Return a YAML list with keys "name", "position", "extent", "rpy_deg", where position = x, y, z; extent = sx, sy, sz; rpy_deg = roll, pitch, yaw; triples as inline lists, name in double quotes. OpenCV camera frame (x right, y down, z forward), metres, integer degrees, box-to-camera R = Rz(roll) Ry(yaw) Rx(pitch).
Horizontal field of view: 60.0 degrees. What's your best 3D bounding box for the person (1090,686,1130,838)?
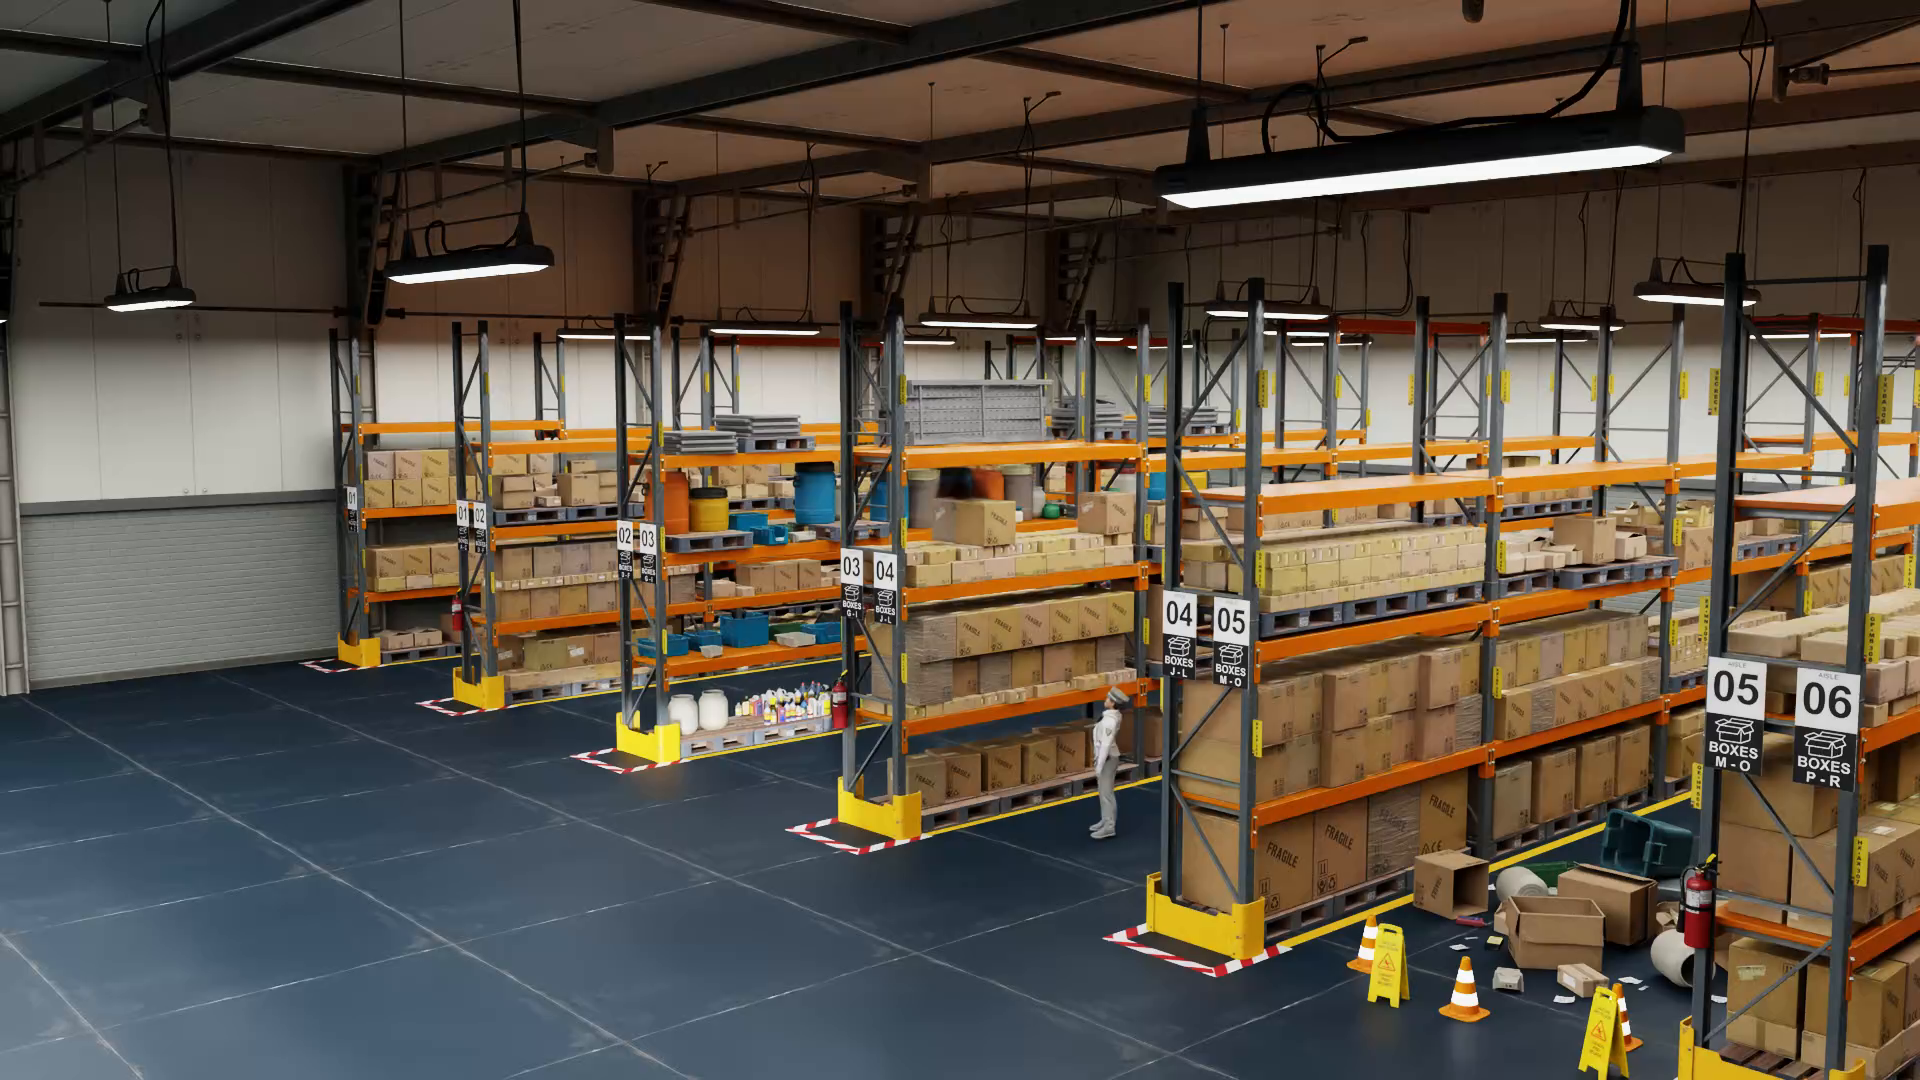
- name: "person"
  position: [1.679, 2.472, 18.724]
  extent: [0.439, 1.698, 0.529]
  rpy_deg: [0, 6, -1]
